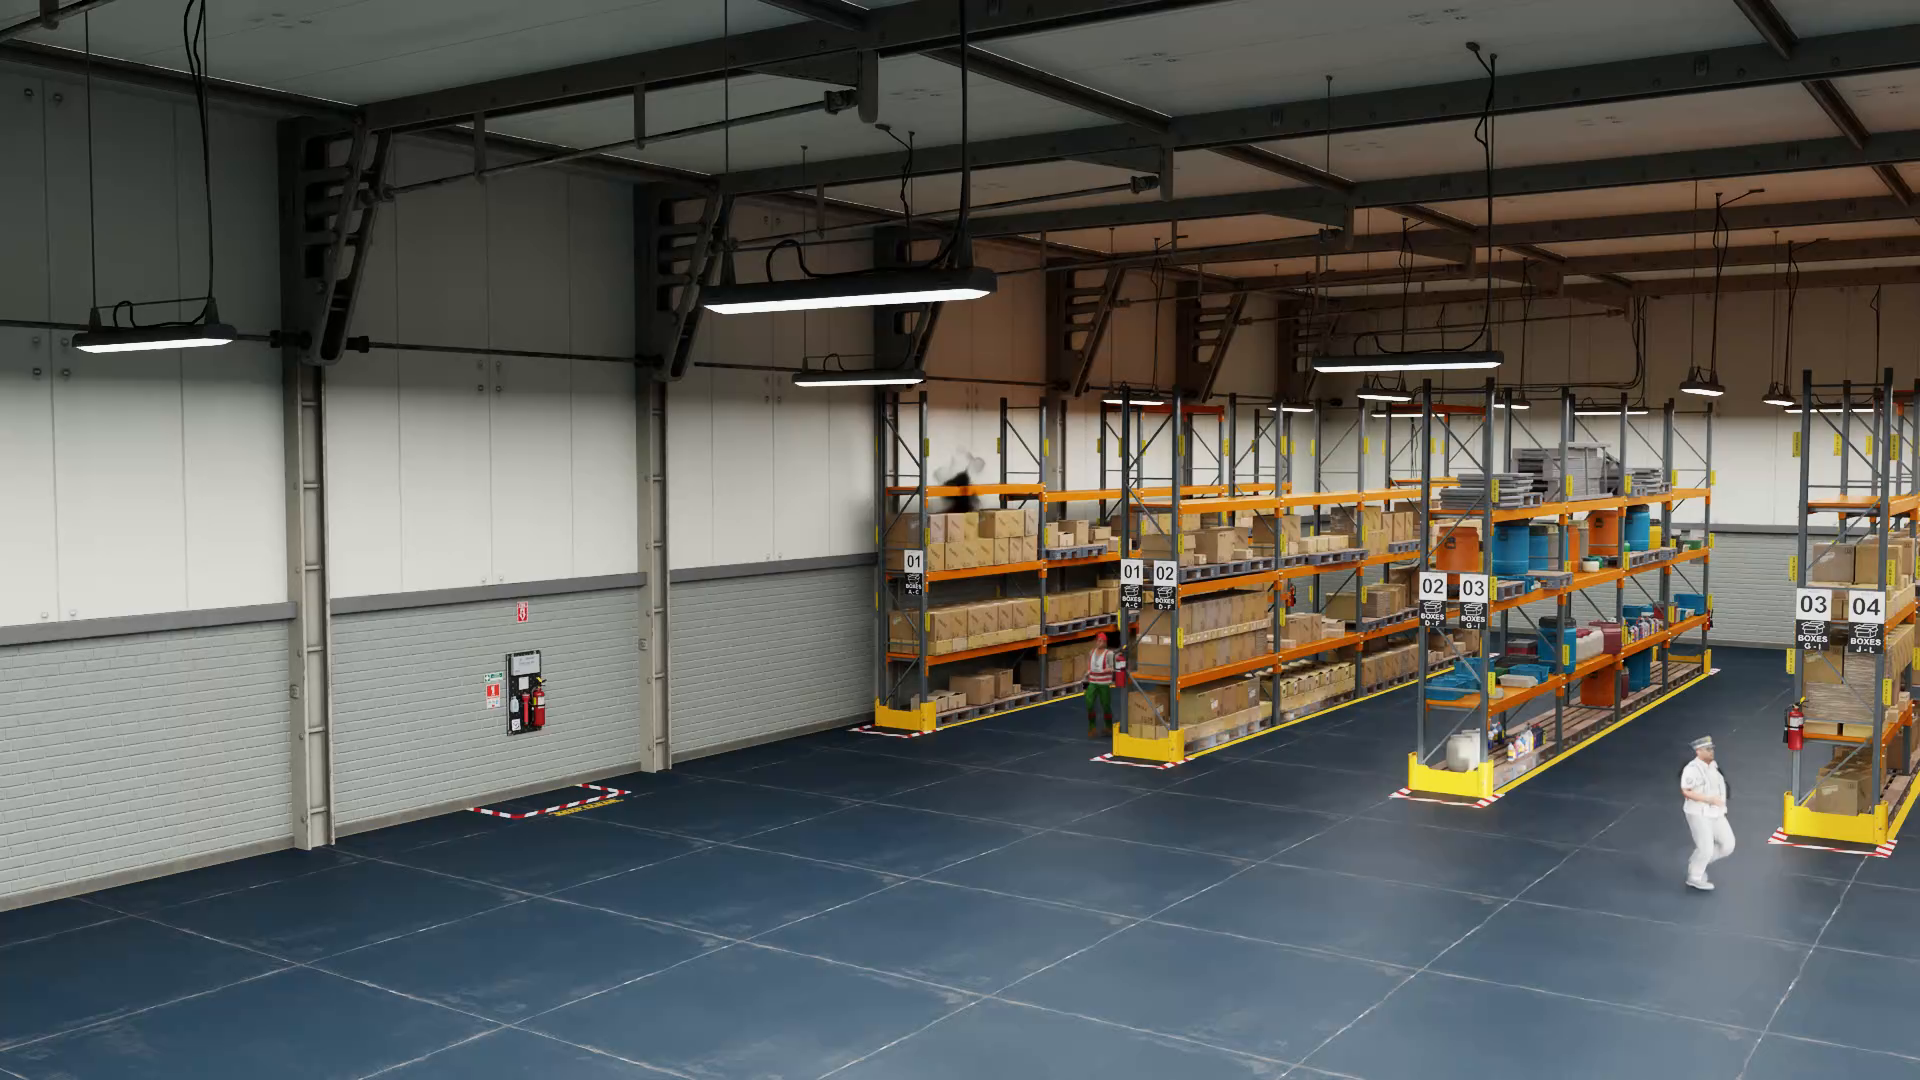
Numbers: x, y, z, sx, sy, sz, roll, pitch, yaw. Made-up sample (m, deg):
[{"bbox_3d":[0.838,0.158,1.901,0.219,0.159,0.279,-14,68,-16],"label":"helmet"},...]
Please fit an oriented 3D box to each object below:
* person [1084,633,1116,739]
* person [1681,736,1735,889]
[{"bbox_3d":[2.413,2.516,28.744,0.645,1.825,0.744,2,4,27],"label":"person"},{"bbox_3d":[8.483,3.083,18.786,0.652,1.732,0.588,-2,4,-30],"label":"person"}]
